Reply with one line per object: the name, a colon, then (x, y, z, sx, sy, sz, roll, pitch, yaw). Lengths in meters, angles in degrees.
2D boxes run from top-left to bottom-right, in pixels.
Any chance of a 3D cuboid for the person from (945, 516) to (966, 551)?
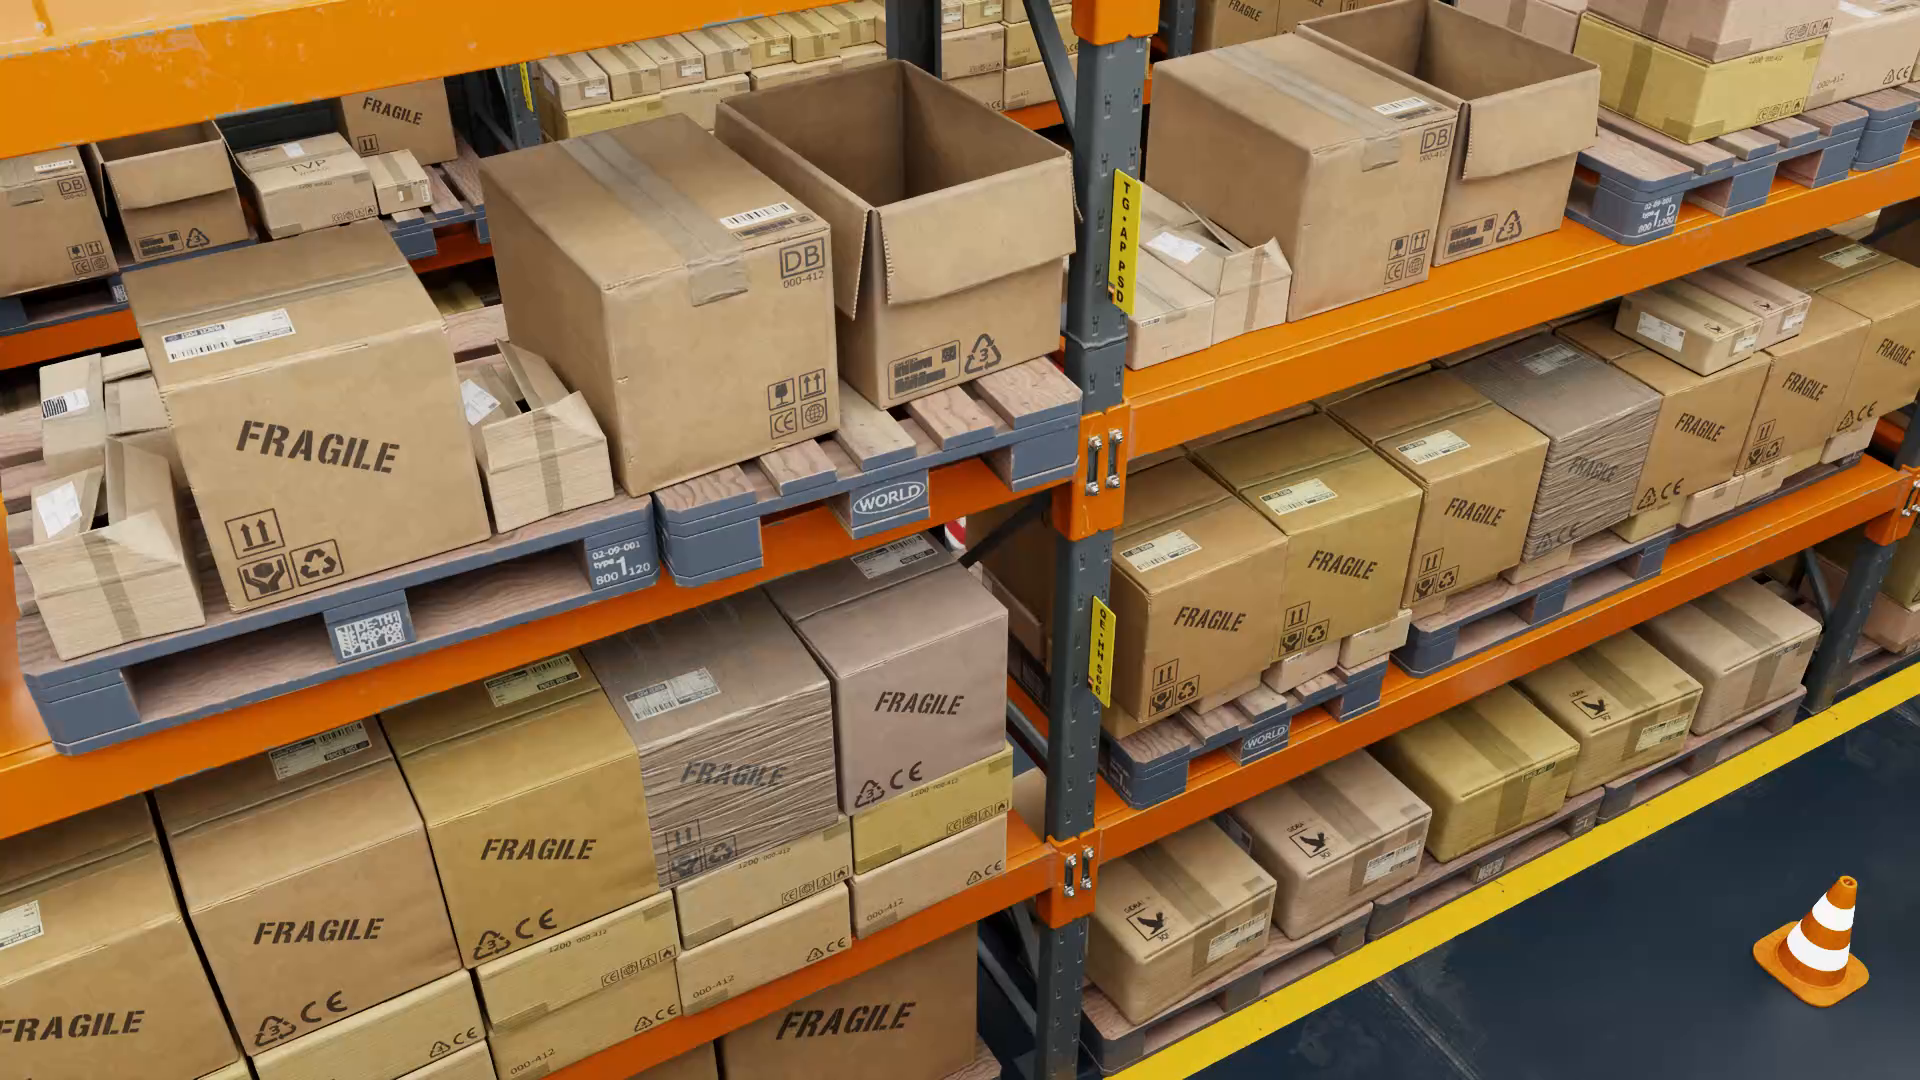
person: (0.338, -0.149, 7.789, 0.884, 0.990, 0.570, -19, 40, -24)
